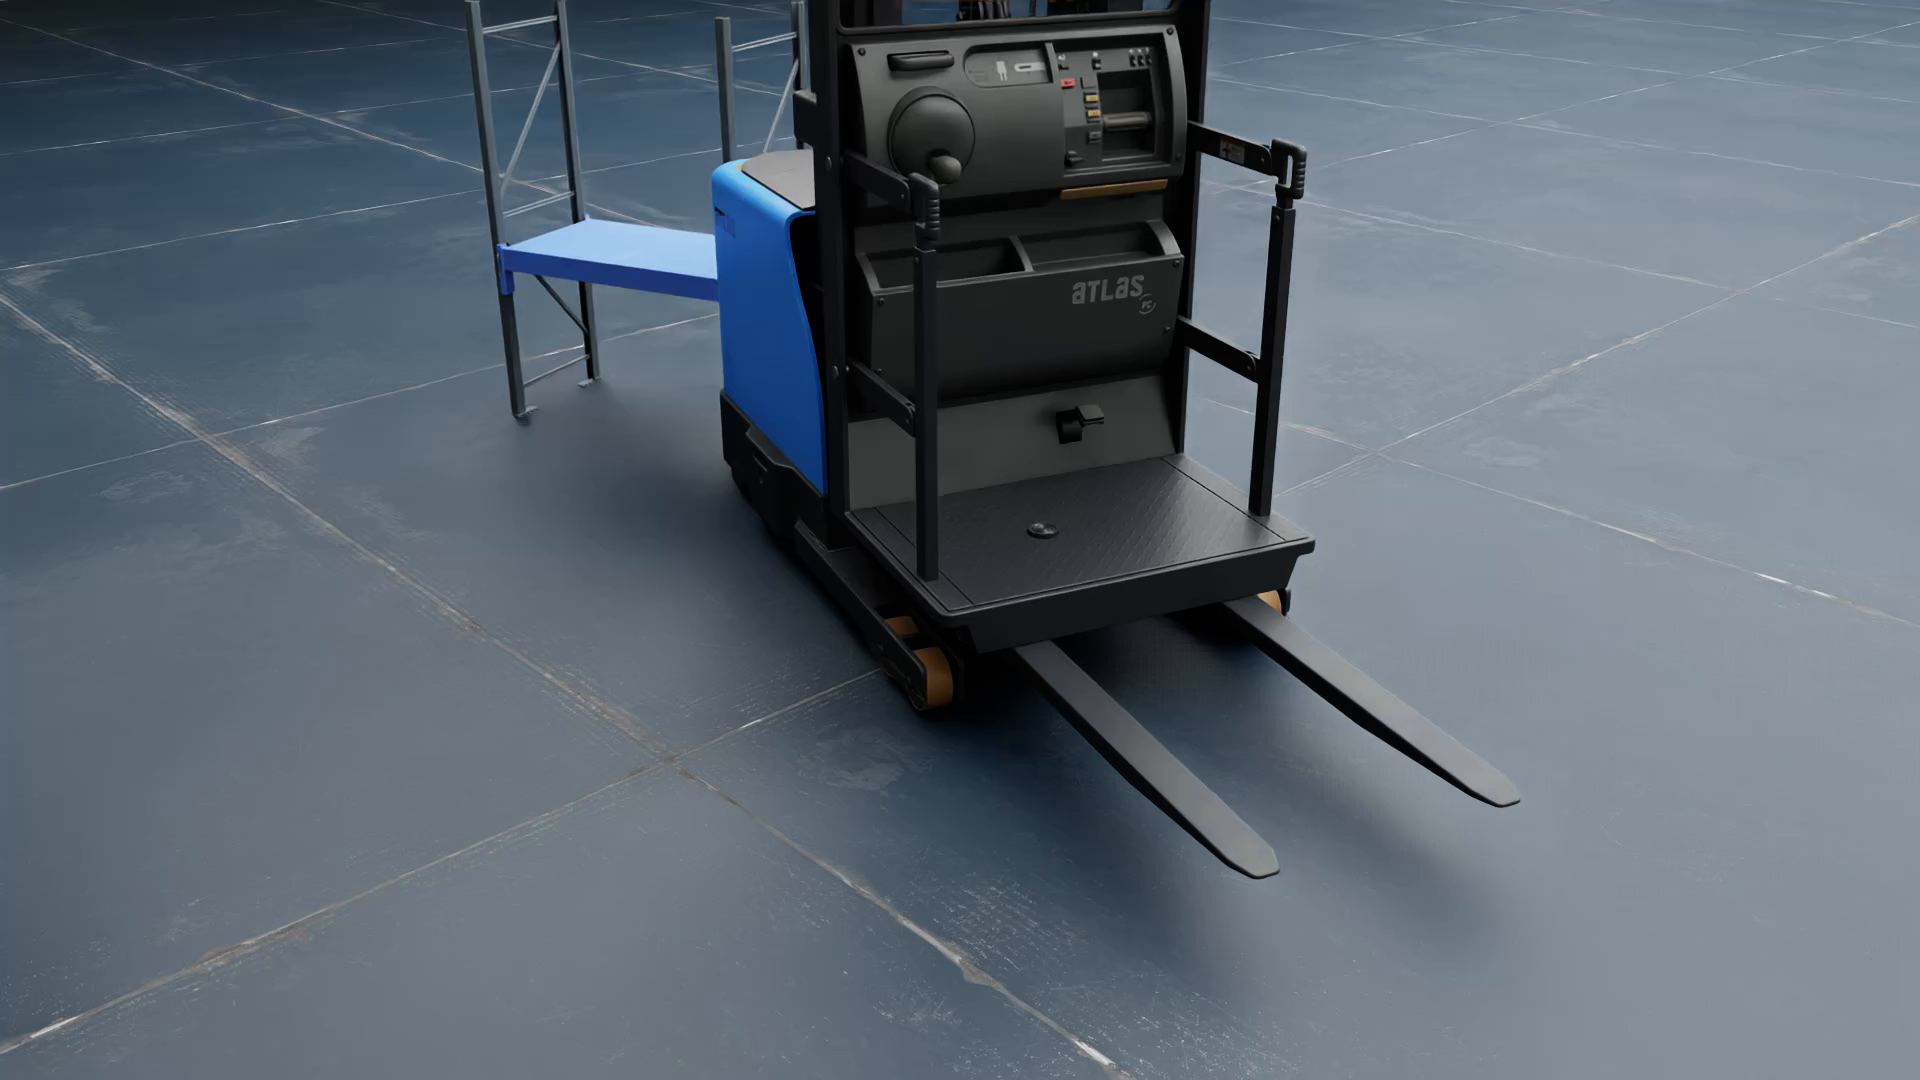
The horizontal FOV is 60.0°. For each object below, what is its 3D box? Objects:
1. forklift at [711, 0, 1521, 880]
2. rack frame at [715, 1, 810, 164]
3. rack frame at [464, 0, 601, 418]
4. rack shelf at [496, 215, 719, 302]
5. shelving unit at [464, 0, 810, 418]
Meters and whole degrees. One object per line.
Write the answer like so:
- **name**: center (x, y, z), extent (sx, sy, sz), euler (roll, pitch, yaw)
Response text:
- **forklift**: center (0.258, -1.097, 4.123), extent (1.130, 2.935, 3.031), euler (-11, 27, -22)
- **rack frame**: center (-0.651, -1.053, 5.752), extent (0.032, 1.500, 0.500), euler (11, 27, 24)
- **rack frame**: center (-1.564, -1.239, 6.159), extent (0.032, 1.500, 0.500), euler (11, 27, 24)
- **rack shelf**: center (-1.107, -0.983, 6.030), extent (1.000, 0.185, 0.538), euler (11, 27, 24)
- **shelving unit**: center (-1.107, -1.146, 5.955), extent (1.048, 1.500, 0.538), euler (11, 27, 24)
